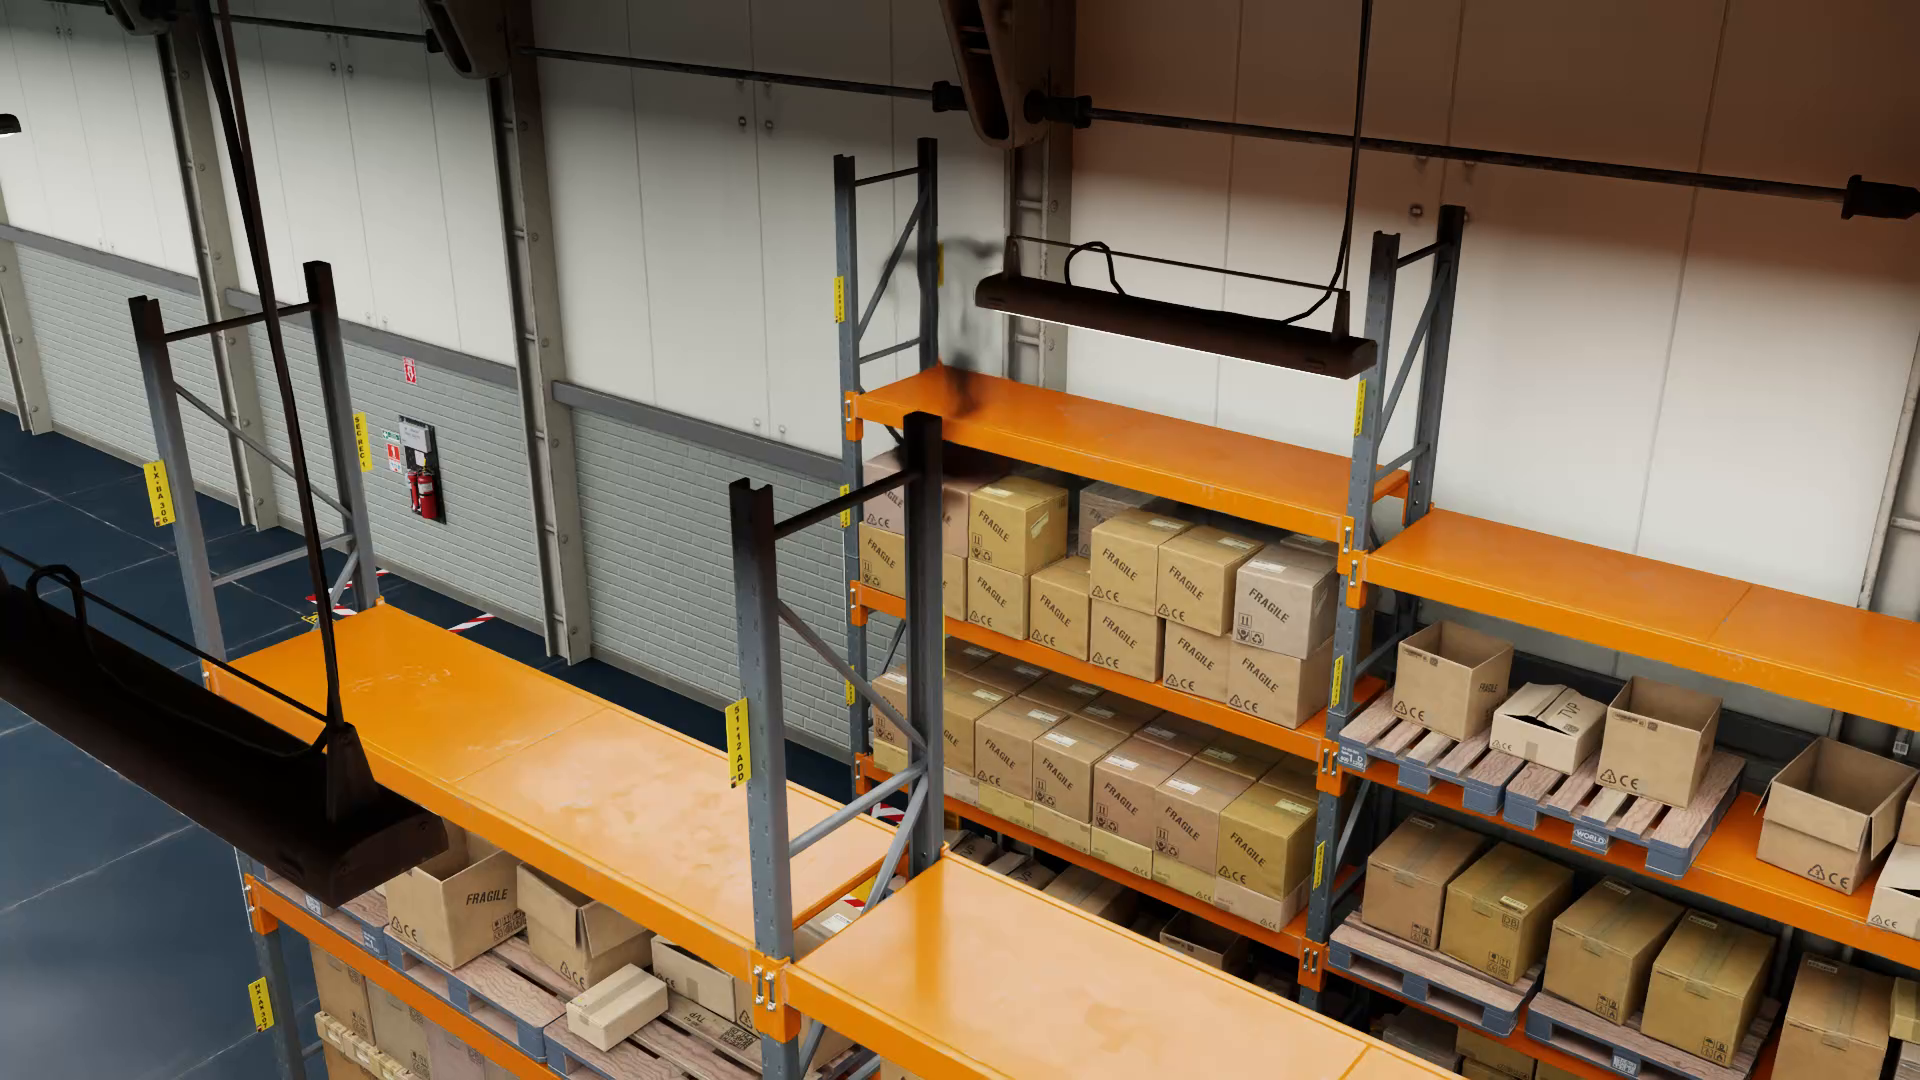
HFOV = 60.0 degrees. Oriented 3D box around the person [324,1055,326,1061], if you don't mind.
[{"bbox_3d":[-4.025,2.957,11.292,0.922,1.748,0.775,-2,23,-4],"label":"person"}]
